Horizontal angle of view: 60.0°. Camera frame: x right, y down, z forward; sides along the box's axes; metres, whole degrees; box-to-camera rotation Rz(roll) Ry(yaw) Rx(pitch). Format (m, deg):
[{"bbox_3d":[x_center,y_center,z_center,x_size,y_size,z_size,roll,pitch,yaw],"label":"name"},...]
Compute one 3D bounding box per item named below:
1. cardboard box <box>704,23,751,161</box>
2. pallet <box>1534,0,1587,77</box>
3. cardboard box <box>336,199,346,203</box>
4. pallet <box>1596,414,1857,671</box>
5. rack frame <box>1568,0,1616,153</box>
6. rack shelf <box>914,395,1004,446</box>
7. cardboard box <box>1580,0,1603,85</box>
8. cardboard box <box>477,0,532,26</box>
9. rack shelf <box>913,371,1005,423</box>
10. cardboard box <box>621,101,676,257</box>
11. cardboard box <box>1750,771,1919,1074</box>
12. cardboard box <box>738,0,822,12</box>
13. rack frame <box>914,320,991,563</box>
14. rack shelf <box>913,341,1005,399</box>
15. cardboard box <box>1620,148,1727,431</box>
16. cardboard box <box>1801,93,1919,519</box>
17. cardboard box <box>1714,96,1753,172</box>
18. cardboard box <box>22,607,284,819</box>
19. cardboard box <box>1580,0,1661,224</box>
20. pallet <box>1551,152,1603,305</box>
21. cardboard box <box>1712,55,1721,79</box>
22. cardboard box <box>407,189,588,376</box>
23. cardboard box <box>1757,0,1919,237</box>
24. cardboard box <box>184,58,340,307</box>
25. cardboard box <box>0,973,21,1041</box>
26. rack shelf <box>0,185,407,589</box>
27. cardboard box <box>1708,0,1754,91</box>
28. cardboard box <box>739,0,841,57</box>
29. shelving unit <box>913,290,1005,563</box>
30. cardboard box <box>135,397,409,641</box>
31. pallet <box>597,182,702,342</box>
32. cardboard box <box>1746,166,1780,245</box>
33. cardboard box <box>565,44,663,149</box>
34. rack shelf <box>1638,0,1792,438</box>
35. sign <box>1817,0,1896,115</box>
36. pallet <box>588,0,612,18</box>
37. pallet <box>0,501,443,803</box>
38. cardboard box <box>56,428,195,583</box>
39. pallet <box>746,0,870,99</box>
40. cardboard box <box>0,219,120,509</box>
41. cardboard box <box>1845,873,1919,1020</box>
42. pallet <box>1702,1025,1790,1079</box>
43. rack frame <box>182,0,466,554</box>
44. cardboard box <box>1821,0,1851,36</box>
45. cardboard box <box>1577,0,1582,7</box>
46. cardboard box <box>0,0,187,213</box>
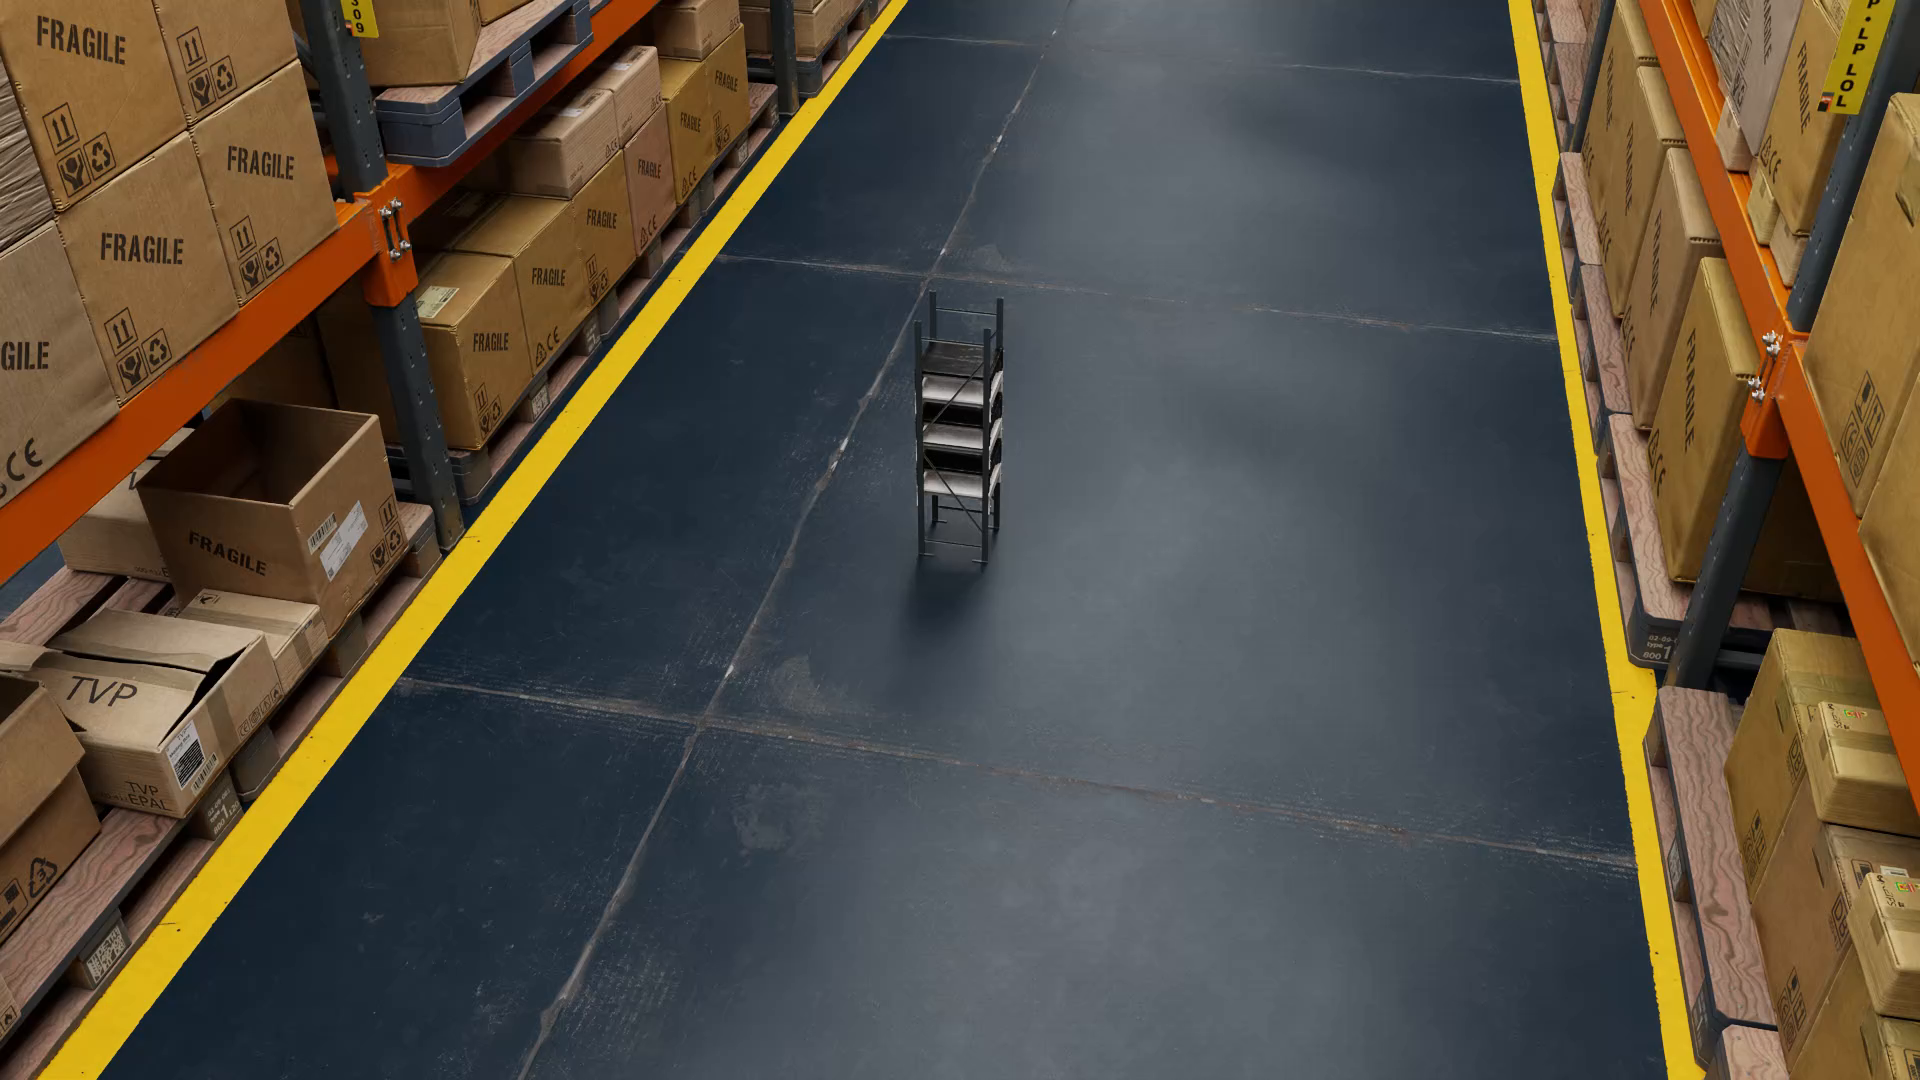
[{"bbox_3d":[-1.335,-2.160,7.930,0.500,0.500,0.500,9,37,12],"label":"cardboard box"},{"bbox_3d":[3.907,-2.957,9.650,1.003,0.211,1.213,7,37,10],"label":"pallet"},{"bbox_3d":[-2.280,-1.034,6.375,0.500,0.500,0.500,7,37,10],"label":"cardboard box"},{"bbox_3d":[2.712,0.030,5.529,1.003,0.211,1.213,7,37,10],"label":"pallet"},{"bbox_3d":[3.475,-2.941,7.252,1.000,3.000,0.127,7,37,10],"label":"rack frame"},{"bbox_3d":[-0.002,-0.406,5.446,0.258,0.077,0.200,7,37,10],"label":"rack shelf"},{"bbox_3d":[3.578,-2.526,8.435,0.700,0.500,0.500,8,37,11],"label":"cardboard box"},{"bbox_3d":[-1.814,-2.123,5.680,0.700,0.500,0.500,13,38,17],"label":"cardboard box"},{"bbox_3d":[-0.002,-0.478,5.393,0.258,0.077,0.200,7,37,10],"label":"rack shelf"},{"bbox_3d":[-1.552,-1.562,7.104,0.500,0.500,0.500,6,36,8],"label":"cardboard box"},{"bbox_3d":[2.251,0.898,3.727,0.700,0.500,0.500,7,37,9],"label":"cardboard box"},{"bbox_3d":[-0.966,-3.107,8.988,0.500,0.311,0.500,9,37,12],"label":"cardboard box"},{"bbox_3d":[-0.023,-0.301,5.399,0.240,0.900,0.006,7,37,10],"label":"rack frame"},{"bbox_3d":[-0.002,-0.551,5.341,0.258,0.077,0.200,7,37,10],"label":"rack shelf"},{"bbox_3d":[2.820,-0.846,5.836,0.750,0.750,0.750,8,37,11],"label":"cardboard box"},{"bbox_3d":[2.489,-0.460,3.573,0.980,0.700,0.700,8,37,11],"label":"cardboard box"},{"bbox_3d":[2.546,-1.233,5.092,0.380,0.149,0.250,7,37,10],"label":"cardboard box"},{"bbox_3d":[-2.224,0.436,4.508,0.500,0.311,0.500,7,37,10],"label":"cardboard box"},{"bbox_3d":[3.190,-1.835,7.200,0.750,0.750,0.750,7,36,9],"label":"cardboard box"},{"bbox_3d":[3.233,-1.369,7.459,1.003,0.211,1.213,7,37,10],"label":"pallet"},{"bbox_3d":[2.799,-1.657,5.677,0.380,0.149,0.250,8,37,11],"label":"cardboard box"},{"bbox_3d":[-1.775,-0.986,6.310,0.500,0.500,0.500,8,37,11],"label":"cardboard box"},{"bbox_3d":[2.473,-1.113,4.374,0.500,0.500,0.500,7,36,9],"label":"cardboard box"},{"bbox_3d":[-2.075,-0.988,4.472,0.500,0.500,0.500,8,37,11],"label":"cardboard box"},{"bbox_3d":[-2.467,1.112,3.627,0.500,0.250,0.500,7,37,10],"label":"cardboard box"},{"bbox_3d":[-2.646,0.171,3.571,1.077,0.370,4.000,7,37,10],"label":"rack shelf"},{"bbox_3d":[2.688,-1.694,5.175,0.500,0.500,0.500,7,37,10],"label":"cardboard box"},{"bbox_3d":[-0.966,-2.880,9.153,0.500,0.250,0.500,7,37,10],"label":"cardboard box"},{"bbox_3d":[-0.002,-0.360,5.480,0.258,0.900,0.210,7,37,10],"label":"shelving unit"},{"bbox_3d":[-2.064,-0.070,5.046,0.500,0.500,0.500,7,37,10],"label":"cardboard box"},{"bbox_3d":[-1.824,-1.310,7.378,1.003,0.211,1.213,7,37,10],"label":"pallet"},{"bbox_3d":[2.448,-0.931,4.676,0.380,0.149,0.250,8,37,11],"label":"cardboard box"},{"bbox_3d":[-1.558,-1.844,6.854,0.500,0.250,0.500,7,36,9],"label":"cardboard box"},{"bbox_3d":[3.048,-1.503,5.881,1.077,0.370,4.000,7,37,10],"label":"rack shelf"},{"bbox_3d":[2.089,-1.147,3.857,0.100,0.325,0.005,7,37,10],"label":"sign"},{"bbox_3d":[-1.776,-2.367,6.623,1.003,0.211,1.213,7,37,10],"label":"pallet"},{"bbox_3d":[-2.367,0.256,5.217,1.003,0.211,1.213,7,37,10],"label":"pallet"},{"bbox_3d":[-2.520,-0.142,5.307,0.500,0.311,0.500,7,37,10],"label":"cardboard box"},{"bbox_3d":[-1.151,-2.898,9.568,1.003,0.211,1.213,7,37,10],"label":"pallet"},{"bbox_3d":[-2.291,-0.398,3.658,0.500,0.500,0.500,8,37,11],"label":"cardboard box"},{"bbox_3d":[1.998,0.820,3.282,0.380,0.149,0.250,6,36,9],"label":"cardboard box"},{"bbox_3d":[2.124,1.609,3.350,1.003,0.211,1.213,7,37,10],"label":"pallet"},{"bbox_3d":[-2.219,-1.267,4.941,1.000,3.000,0.127,7,37,10],"label":"rack frame"},{"bbox_3d":[2.471,-1.420,4.159,0.500,0.250,0.500,8,37,11],"label":"cardboard box"},{"bbox_3d":[3.979,-3.386,9.621,0.700,0.500,0.500,8,37,10],"label":"cardboard box"},{"bbox_3d":[-2.181,-1.095,3.768,0.500,0.500,0.500,7,36,9],"label":"cardboard box"}]
